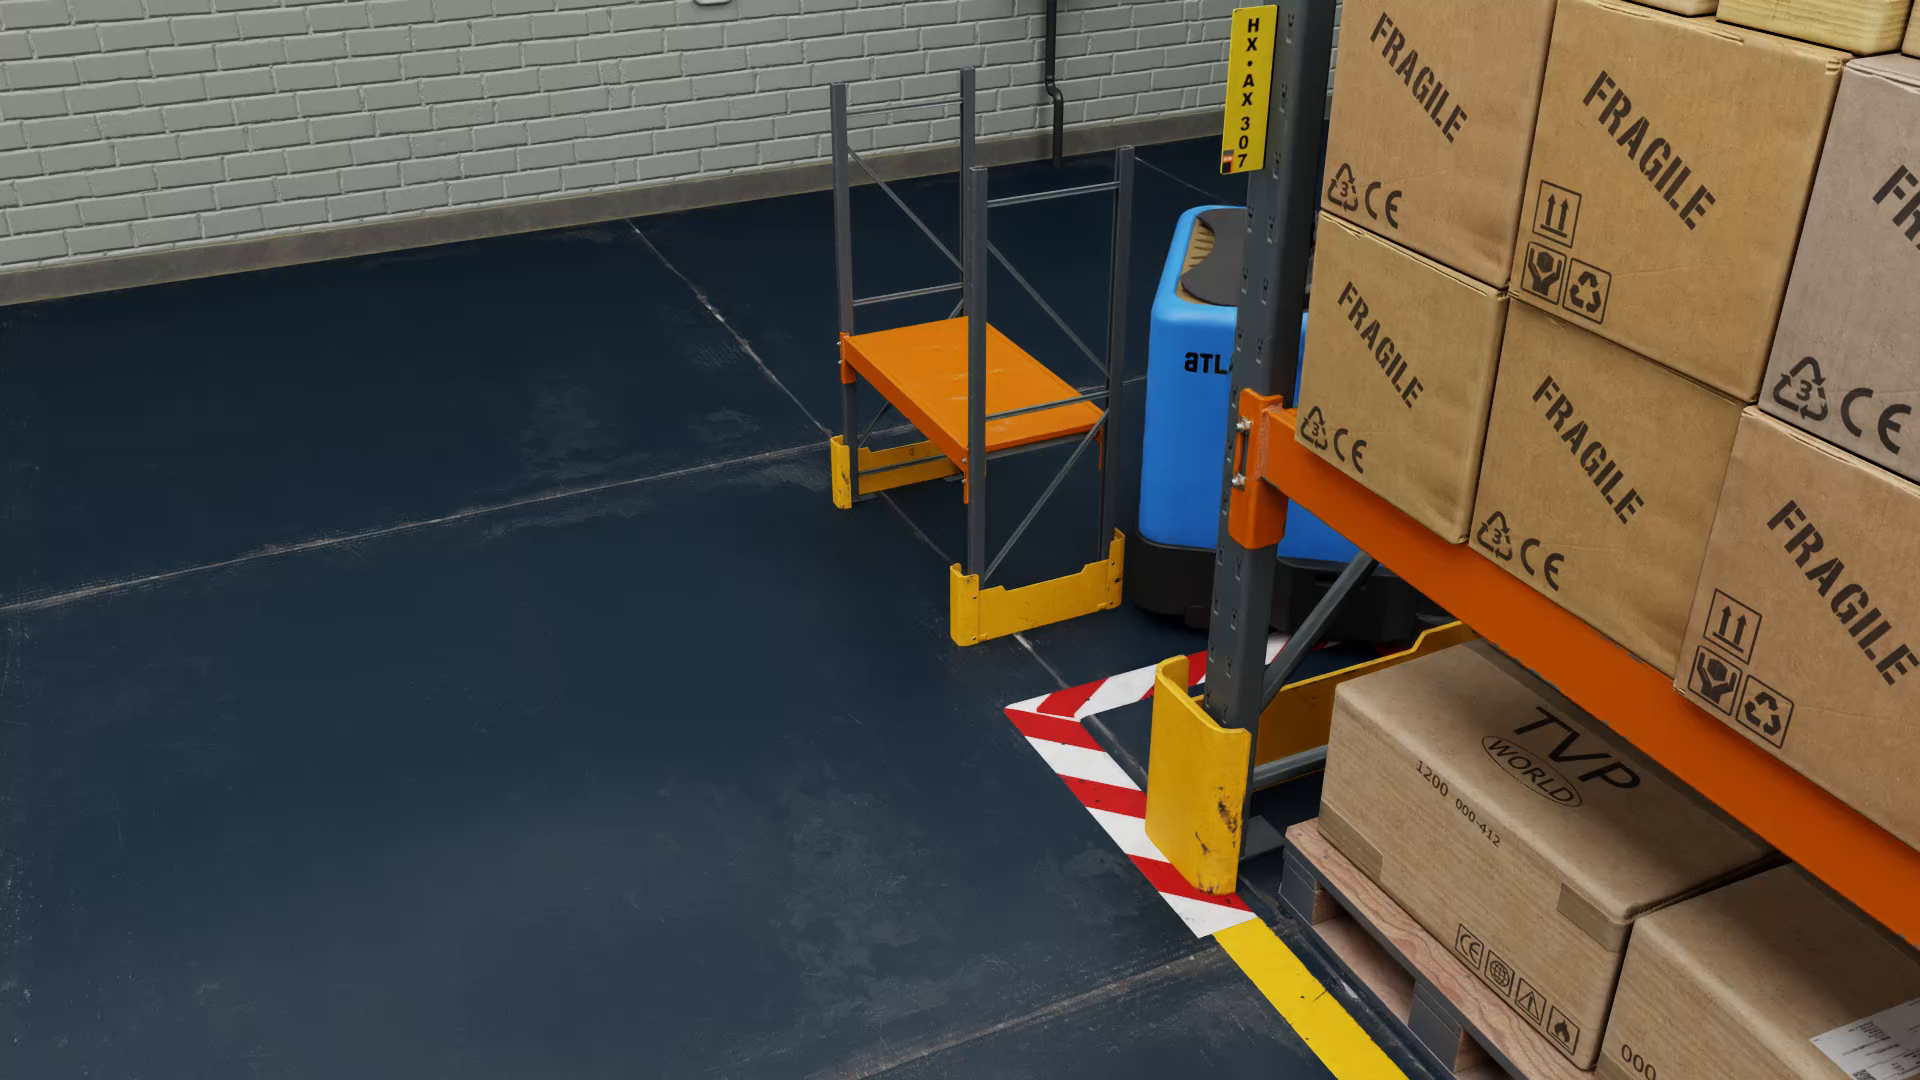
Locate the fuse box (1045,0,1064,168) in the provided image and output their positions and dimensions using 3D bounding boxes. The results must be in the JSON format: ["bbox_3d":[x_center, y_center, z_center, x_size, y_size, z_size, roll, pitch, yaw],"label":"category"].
[{"bbox_3d":[0.596,-2.896,9.165,0.539,1.711,0.414,-13,32,-22],"label":"fuse box"}]

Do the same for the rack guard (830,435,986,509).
[{"bbox_3d":[-0.181,-0.295,6.021,0.587,0.250,0.087,-13,32,-22],"label":"rack guard"}]

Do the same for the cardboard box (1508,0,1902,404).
[{"bbox_3d":[1.254,-0.576,2.586,0.500,0.500,0.500,-14,32,-23],"label":"cardboard box"}]

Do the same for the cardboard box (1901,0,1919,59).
[{"bbox_3d":[1.454,-0.686,2.118,0.380,0.149,0.250,-13,32,-22],"label":"cardboard box"}]

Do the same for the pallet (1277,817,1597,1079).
[{"bbox_3d":[1.491,0.958,3.826,1.003,0.211,1.213,-13,32,-22],"label":"pallet"}]

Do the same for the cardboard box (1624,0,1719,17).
[{"bbox_3d":[1.165,-0.903,2.506,0.380,0.149,0.250,-12,31,-20],"label":"cardboard box"}]

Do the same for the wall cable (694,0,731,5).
[{"bbox_3d":[-1.364,-3.538,7.922,0.585,1.953,0.123,-13,32,-22],"label":"wall cable"}]

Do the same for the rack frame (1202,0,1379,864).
[{"bbox_3d":[1.077,-0.595,3.745,1.000,3.000,0.127,-13,32,-22],"label":"rack frame"}]

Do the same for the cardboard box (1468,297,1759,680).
[{"bbox_3d":[1.267,-0.149,2.846,0.500,0.500,0.500,-14,32,-23],"label":"cardboard box"}]

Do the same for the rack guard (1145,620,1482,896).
[{"bbox_3d":[1.067,0.484,4.375,1.175,0.500,0.348,-13,32,-22],"label":"rack guard"}]

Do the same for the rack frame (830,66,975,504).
[{"bbox_3d":[-0.182,-0.841,5.716,0.500,1.500,0.032,-13,32,-22],"label":"rack frame"}]

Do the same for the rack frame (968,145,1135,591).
[{"bbox_3d":[0.255,-0.392,4.916,0.500,1.500,0.032,-13,32,-22],"label":"rack frame"}]

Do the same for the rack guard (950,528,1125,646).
[{"bbox_3d":[0.247,0.145,5.236,0.587,0.250,0.087,-13,32,-22],"label":"rack guard"}]

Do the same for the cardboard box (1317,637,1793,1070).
[{"bbox_3d":[1.451,0.610,3.786,0.875,0.438,0.875,-14,32,-24],"label":"cardboard box"}]

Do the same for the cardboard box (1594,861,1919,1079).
[{"bbox_3d":[1.852,1.012,3.068,0.875,0.438,0.875,-12,32,-21],"label":"cardboard box"}]

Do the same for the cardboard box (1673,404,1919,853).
[{"bbox_3d":[1.469,0.080,2.439,0.500,0.500,0.500,-13,32,-22],"label":"cardboard box"}]

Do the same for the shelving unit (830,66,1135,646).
[{"bbox_3d":[0.033,-0.620,5.323,0.587,1.500,1.083,-13,32,-22],"label":"shelving unit"}]

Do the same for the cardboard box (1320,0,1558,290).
[{"bbox_3d":[1.026,-0.803,2.991,0.500,0.500,0.500,-14,32,-23],"label":"cardboard box"}]

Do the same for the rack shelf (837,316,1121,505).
[{"bbox_3d":[0.037,-0.460,5.404,0.538,0.185,1.000,-13,32,-22],"label":"rack shelf"}]

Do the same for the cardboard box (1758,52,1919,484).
[{"bbox_3d":[1.482,-0.351,2.184,0.500,0.500,0.500,-13,32,-22],"label":"cardboard box"}]

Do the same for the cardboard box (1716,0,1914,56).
[{"bbox_3d":[1.294,-0.791,2.306,0.380,0.149,0.250,-14,32,-24],"label":"cardboard box"}]

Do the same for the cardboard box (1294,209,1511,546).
[{"bbox_3d":[1.024,-0.366,3.234,0.500,0.500,0.500,-13,32,-22],"label":"cardboard box"}]

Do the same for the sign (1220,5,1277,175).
[{"bbox_3d":[0.574,-0.893,3.310,0.100,0.325,0.005,-13,32,-22],"label":"sign"}]

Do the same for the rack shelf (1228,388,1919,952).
[{"bbox_3d":[1.936,0.602,2.345,1.077,0.370,4.000,-13,32,-22],"label":"rack shelf"}]

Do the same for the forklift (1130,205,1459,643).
[{"bbox_3d":[2.112,-1.096,4.708,3.031,2.935,1.130,6,30,10],"label":"forklift"}]
